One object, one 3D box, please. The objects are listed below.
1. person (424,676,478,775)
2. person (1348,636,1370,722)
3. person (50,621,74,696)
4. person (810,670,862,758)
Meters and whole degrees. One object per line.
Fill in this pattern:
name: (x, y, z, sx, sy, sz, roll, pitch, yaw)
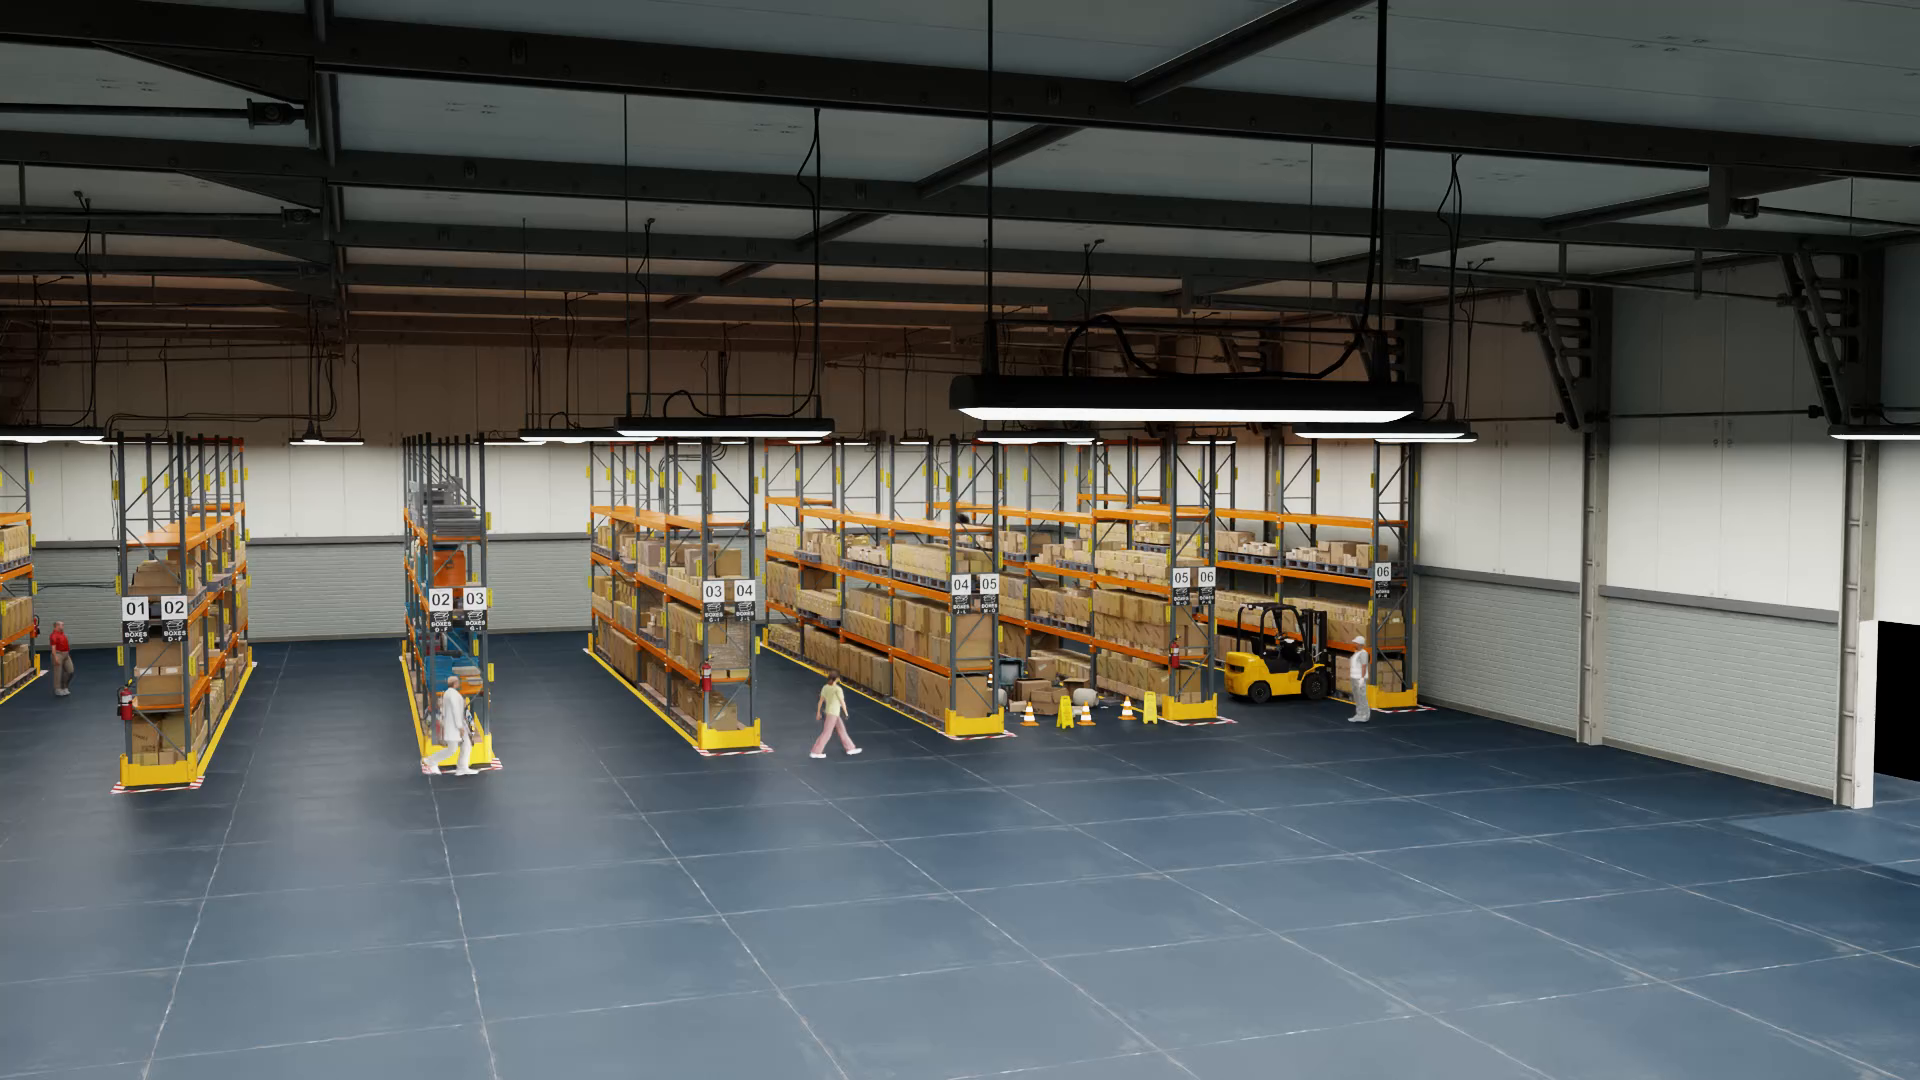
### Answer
person: (-8.854, 3.231, 28.904, 0.877, 1.741, 0.531, 0, 3, 5)
person: (8.351, 2.906, 34.716, 0.415, 1.801, 0.608, -1, 3, -15)
person: (-20.852, 2.743, 38.561, 0.441, 1.752, 0.589, 1, 3, 12)
person: (-2.265, 3.196, 30.614, 1.029, 1.606, 0.438, -1, 3, -18)
